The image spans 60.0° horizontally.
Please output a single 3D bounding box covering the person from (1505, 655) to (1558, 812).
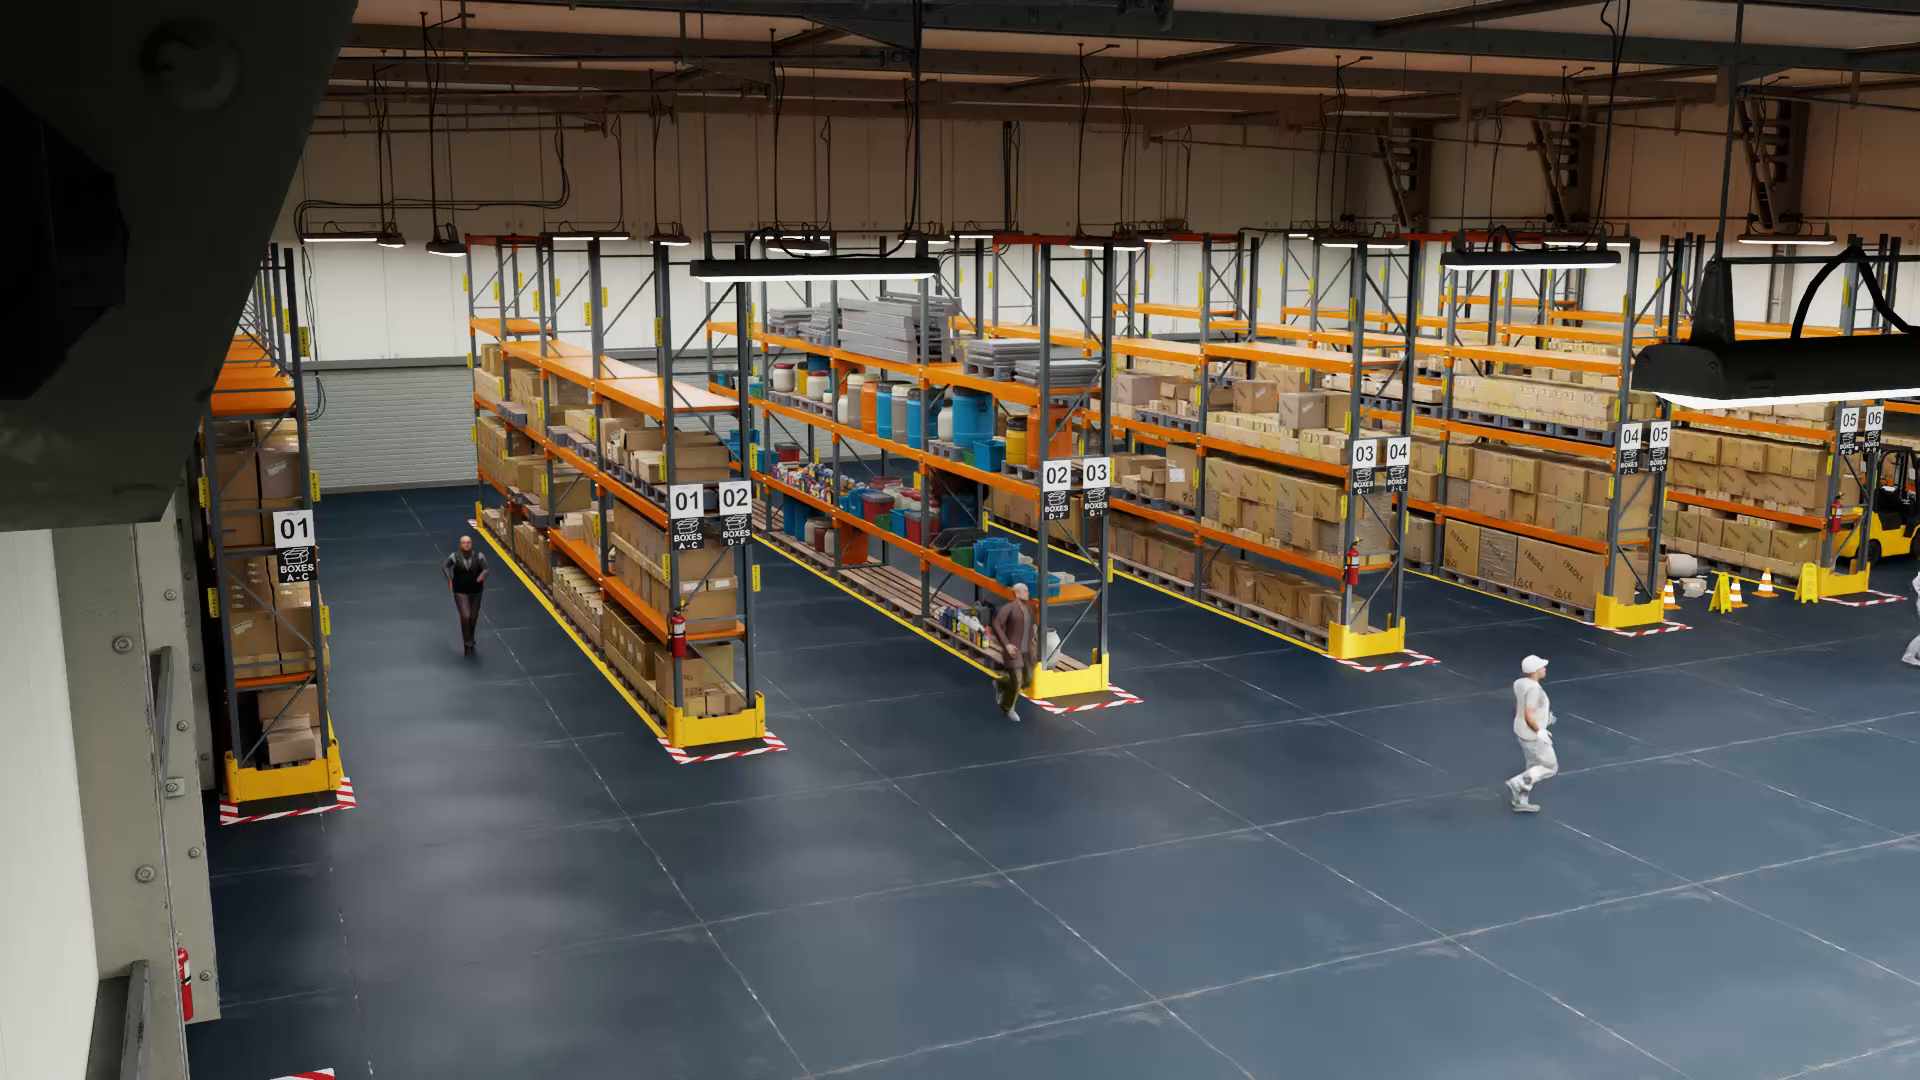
[{"bbox_3d":[6.139,2.081,17.829,0.595,1.735,0.666,0,11,-2],"label":"person"}]

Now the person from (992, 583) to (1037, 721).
[{"bbox_3d":[0.699,1.410,21.435,0.615,1.730,0.757,10,15,43],"label":"person"}]

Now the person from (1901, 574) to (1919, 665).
[{"bbox_3d":[13.832,0.985,23.612,0.677,1.699,0.581,5,12,24],"label":"person"}]

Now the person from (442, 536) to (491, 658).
[{"bbox_3d":[-7.230,0.804,24.499,0.644,1.770,0.793,-6,13,-29],"label":"person"}]
